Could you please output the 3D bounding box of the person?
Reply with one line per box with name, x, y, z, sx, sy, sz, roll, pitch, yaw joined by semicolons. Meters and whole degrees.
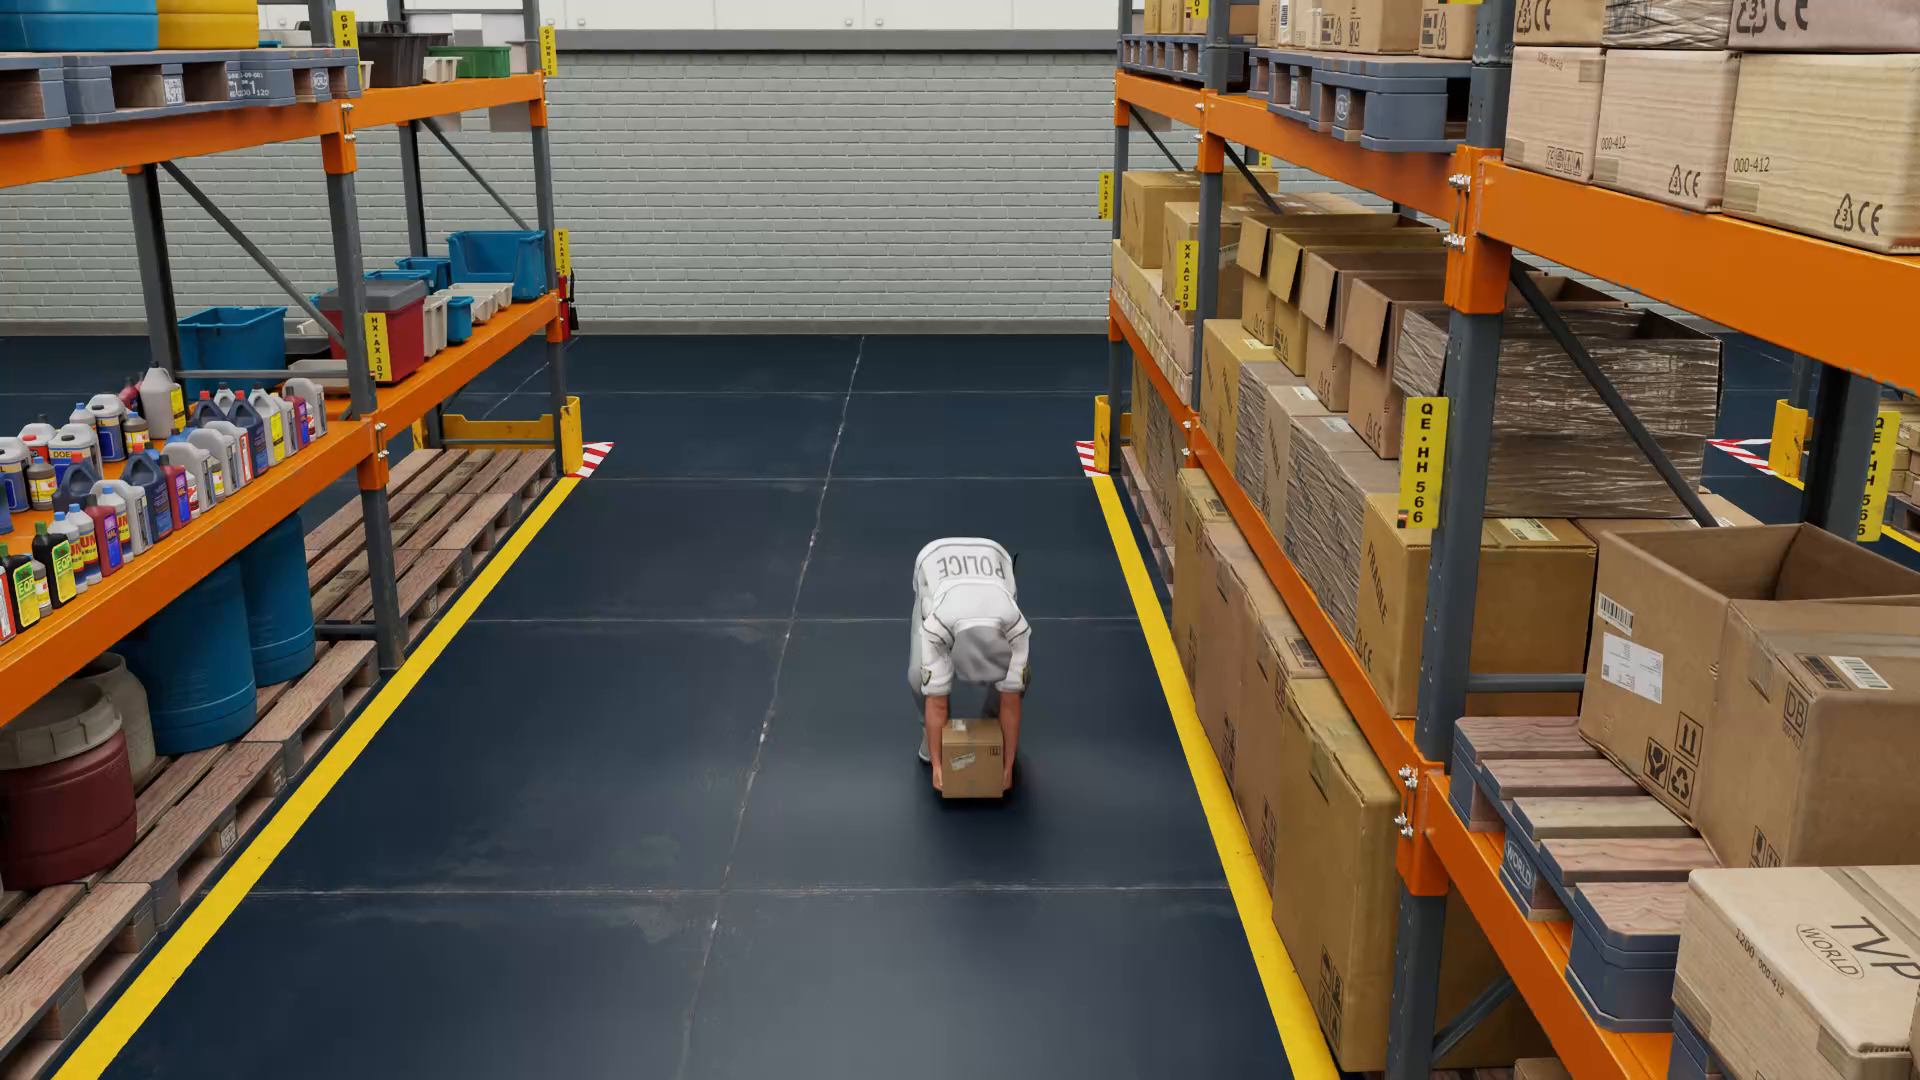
person;0.044;0.534;7.108;0.537;0.981;1.024;-1;17;-4
